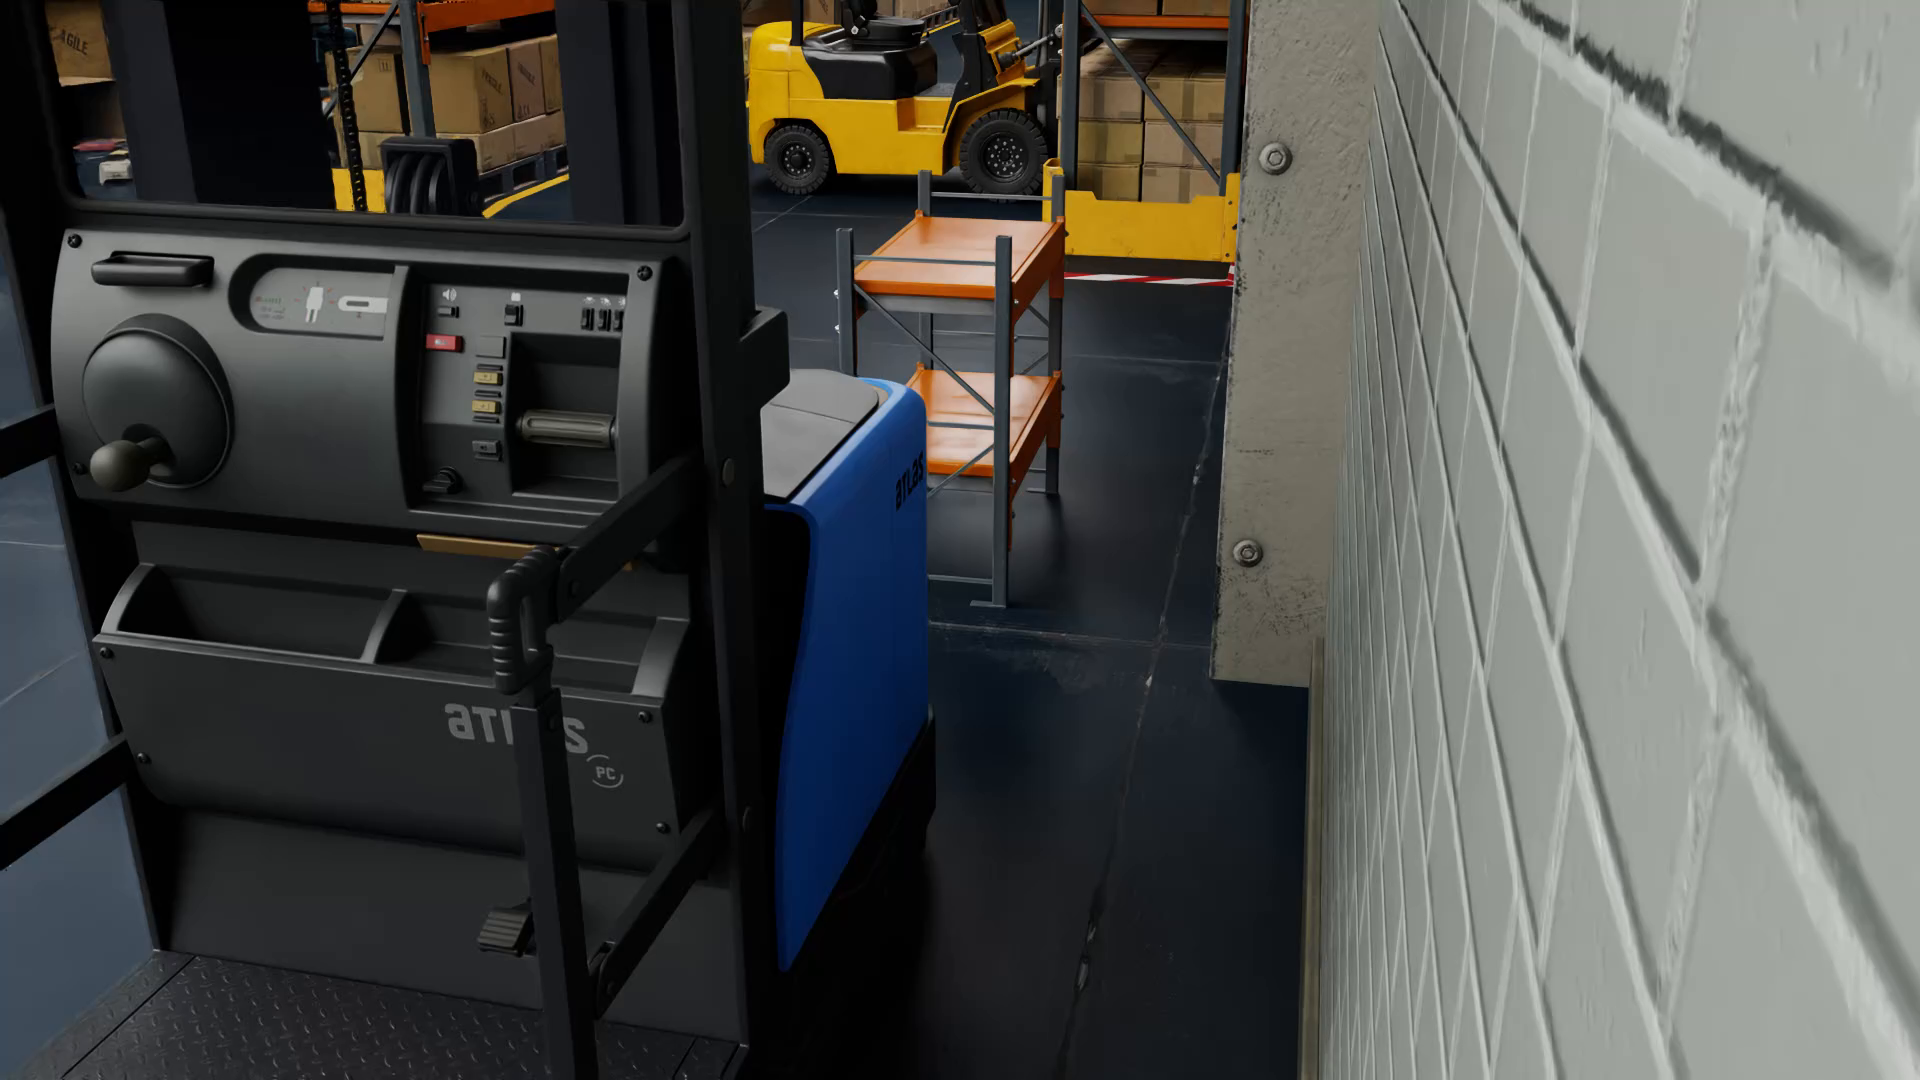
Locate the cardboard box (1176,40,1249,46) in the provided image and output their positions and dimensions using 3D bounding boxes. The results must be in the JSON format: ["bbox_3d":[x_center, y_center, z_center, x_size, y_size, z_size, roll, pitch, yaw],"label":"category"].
[{"bbox_3d":[1.778,-3.360,11.641,0.500,0.250,0.500,5,22,11],"label":"cardboard box"}]

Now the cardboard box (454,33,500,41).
[{"bbox_3d":[-3.661,-3.411,12.103,0.500,0.500,0.500,4,22,10],"label":"cardboard box"}]

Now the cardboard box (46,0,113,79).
[{"bbox_3d":[-8.029,-4.244,14.338,0.875,0.875,0.875,5,22,12],"label":"cardboard box"}]

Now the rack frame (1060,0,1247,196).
[{"bbox_3d":[1.078,-3.079,9.163,1.000,3.000,0.127,4,22,11],"label":"rack frame"}]

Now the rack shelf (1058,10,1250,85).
[{"bbox_3d":[1.486,-3.477,11.114,1.077,0.370,4.000,4,22,11],"label":"rack shelf"}]

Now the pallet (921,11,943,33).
[{"bbox_3d":[-0.855,-7.271,23.304,1.003,0.211,1.213,4,22,11],"label":"pallet"}]

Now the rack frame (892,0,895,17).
[{"bbox_3d":[-1.333,-7.845,20.997,1.000,3.000,0.127,4,22,11],"label":"rack frame"}]

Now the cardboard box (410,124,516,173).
[{"bbox_3d":[-3.347,-2.649,11.215,0.500,0.250,0.500,4,22,10],"label":"cardboard box"}]

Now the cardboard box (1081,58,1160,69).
[{"bbox_3d":[0.965,-2.842,10.354,0.500,0.250,0.500,5,22,12],"label":"cardboard box"}]

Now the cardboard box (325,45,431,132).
[{"bbox_3d":[-3.874,-3.036,11.172,0.500,0.500,0.500,5,22,11],"label":"cardboard box"}]

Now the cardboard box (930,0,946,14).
[{"bbox_3d":[-0.732,-7.730,23.578,0.875,0.438,0.875,5,22,12],"label":"cardboard box"}]

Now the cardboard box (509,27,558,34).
[{"bbox_3d":[-3.029,-3.577,12.513,0.500,0.500,0.500,6,23,14],"label":"cardboard box"}]

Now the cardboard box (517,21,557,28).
[{"bbox_3d":[-3.448,-3.794,13.054,0.500,0.500,0.500,5,23,13],"label":"cardboard box"}]

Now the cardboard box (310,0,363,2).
[{"bbox_3d":[-3.915,-3.493,10.527,0.380,0.149,0.250,5,23,13],"label":"cardboard box"}]

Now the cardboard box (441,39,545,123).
[{"bbox_3d":[-3.240,-3.198,11.572,0.500,0.500,0.500,4,22,9],"label":"cardboard box"}]

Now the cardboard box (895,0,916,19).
[{"bbox_3d":[-1.100,-7.073,21.947,0.875,0.438,0.875,4,22,10],"label":"cardboard box"}]

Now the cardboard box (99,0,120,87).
[{"bbox_3d":[-7.794,-4.645,15.500,1.050,0.750,0.750,4,22,11],"label":"cardboard box"}]

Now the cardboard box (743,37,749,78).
[{"bbox_3d":[-2.578,-4.605,15.906,0.950,0.372,0.625,5,23,13],"label":"cardboard box"}]

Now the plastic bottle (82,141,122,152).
[{"bbox_3d":[-6.806,-3.129,13.222,0.283,0.061,0.133,-3,22,-8],"label":"plastic bottle"}]

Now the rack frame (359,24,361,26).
[{"bbox_3d":[-7.016,-6.722,18.209,1.000,3.000,0.127,4,22,11],"label":"rack frame"}]

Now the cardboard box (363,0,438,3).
[{"bbox_3d":[-3.510,-3.448,10.416,0.380,0.149,0.250,5,22,11],"label":"cardboard box"}]

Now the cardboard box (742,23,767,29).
[{"bbox_3d":[-2.275,-5.152,17.265,0.950,0.372,0.625,3,22,7],"label":"cardboard box"}]

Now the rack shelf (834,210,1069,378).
[{"bbox_3d":[0.001,-0.796,5.220,0.538,0.278,1.000,4,22,11],"label":"rack shelf"}]

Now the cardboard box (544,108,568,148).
[{"bbox_3d":[-3.136,-3.036,12.175,0.500,0.250,0.500,6,23,15],"label":"cardboard box"}]

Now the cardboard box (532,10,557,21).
[{"bbox_3d":[-3.435,-4.251,13.319,0.380,0.149,0.250,5,22,12],"label":"cardboard box"}]

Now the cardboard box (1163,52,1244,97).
[{"bbox_3d":[1.572,-2.989,10.719,0.500,0.250,0.500,4,22,11],"label":"cardboard box"}]

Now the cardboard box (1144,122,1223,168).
[{"bbox_3d":[1.377,-2.387,9.893,0.500,0.250,0.500,5,22,12],"label":"cardboard box"}]

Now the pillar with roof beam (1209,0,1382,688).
[{"bbox_3d":[-3.336,-4.182,3.871,9.100,9.000,0.400,4,22,11],"label":"pillar with roof beam"}]

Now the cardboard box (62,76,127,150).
[{"bbox_3d":[-7.144,-3.455,13.440,0.500,0.500,0.500,8,23,20],"label":"cardboard box"}]

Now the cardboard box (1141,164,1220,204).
[{"bbox_3d":[1.370,-2.163,10.008,0.500,0.250,0.500,5,22,11],"label":"cardboard box"}]

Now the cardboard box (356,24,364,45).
[{"bbox_3d":[-6.622,-5.997,19.192,0.500,0.500,0.500,4,22,9],"label":"cardboard box"}]

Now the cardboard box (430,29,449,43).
[{"bbox_3d":[-3.810,-3.568,11.624,0.380,0.149,0.250,5,22,12],"label":"cardboard box"}]

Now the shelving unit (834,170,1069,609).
[{"bbox_3d":[0.001,-0.524,5.329,0.538,1.125,1.048,4,22,11],"label":"shelving unit"}]

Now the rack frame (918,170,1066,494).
[{"bbox_3d":[0.105,-0.710,5.791,0.500,1.125,0.032,4,22,11],"label":"rack frame"}]

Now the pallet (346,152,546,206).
[{"bbox_3d":[-3.566,-2.485,11.421,1.003,0.211,1.213,4,22,11],"label":"pallet"}]

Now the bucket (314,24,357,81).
[{"bbox_3d":[-5.603,-4.221,14.345,0.726,0.611,0.620,13,15,29],"label":"bucket"}]

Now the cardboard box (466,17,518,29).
[{"bbox_3d":[-3.590,-3.964,12.607,0.380,0.149,0.250,6,23,14],"label":"cardboard box"}]

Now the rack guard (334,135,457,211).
[{"bbox_3d":[-3.766,-2.324,10.636,1.175,0.500,0.348,4,22,11],"label":"rack guard"}]

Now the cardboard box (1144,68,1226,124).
[{"bbox_3d":[1.361,-2.624,9.812,0.500,0.250,0.500,4,22,10],"label":"cardboard box"}]

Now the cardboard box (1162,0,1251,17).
[{"bbox_3d":[1.451,-3.286,9.542,0.500,0.500,0.500,5,23,13],"label":"cardboard box"}]

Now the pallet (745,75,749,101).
[{"bbox_3d":[-2.562,-4.358,16.071,1.003,0.211,1.213,4,22,11],"label":"pallet"}]

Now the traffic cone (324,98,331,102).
[{"bbox_3d":[-6.080,-4.458,15.983,0.336,0.463,0.334,4,22,11],"label":"traffic cone"}]

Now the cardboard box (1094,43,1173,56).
[{"bbox_3d":[1.169,-3.212,11.273,0.500,0.250,0.500,4,22,10],"label":"cardboard box"}]

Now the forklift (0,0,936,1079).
[{"bbox_3d":[-0.900,-0.208,2.126,1.130,2.935,3.031,5,23,13],"label":"forklift"}]

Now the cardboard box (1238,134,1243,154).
[{"bbox_3d":[1.591,-2.532,10.924,0.500,0.250,0.500,4,22,10],"label":"cardboard box"}]

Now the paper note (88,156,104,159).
[{"bbox_3d":[-6.687,-2.960,12.868,0.032,0.001,0.123,18,28,38],"label":"paper note"}]
